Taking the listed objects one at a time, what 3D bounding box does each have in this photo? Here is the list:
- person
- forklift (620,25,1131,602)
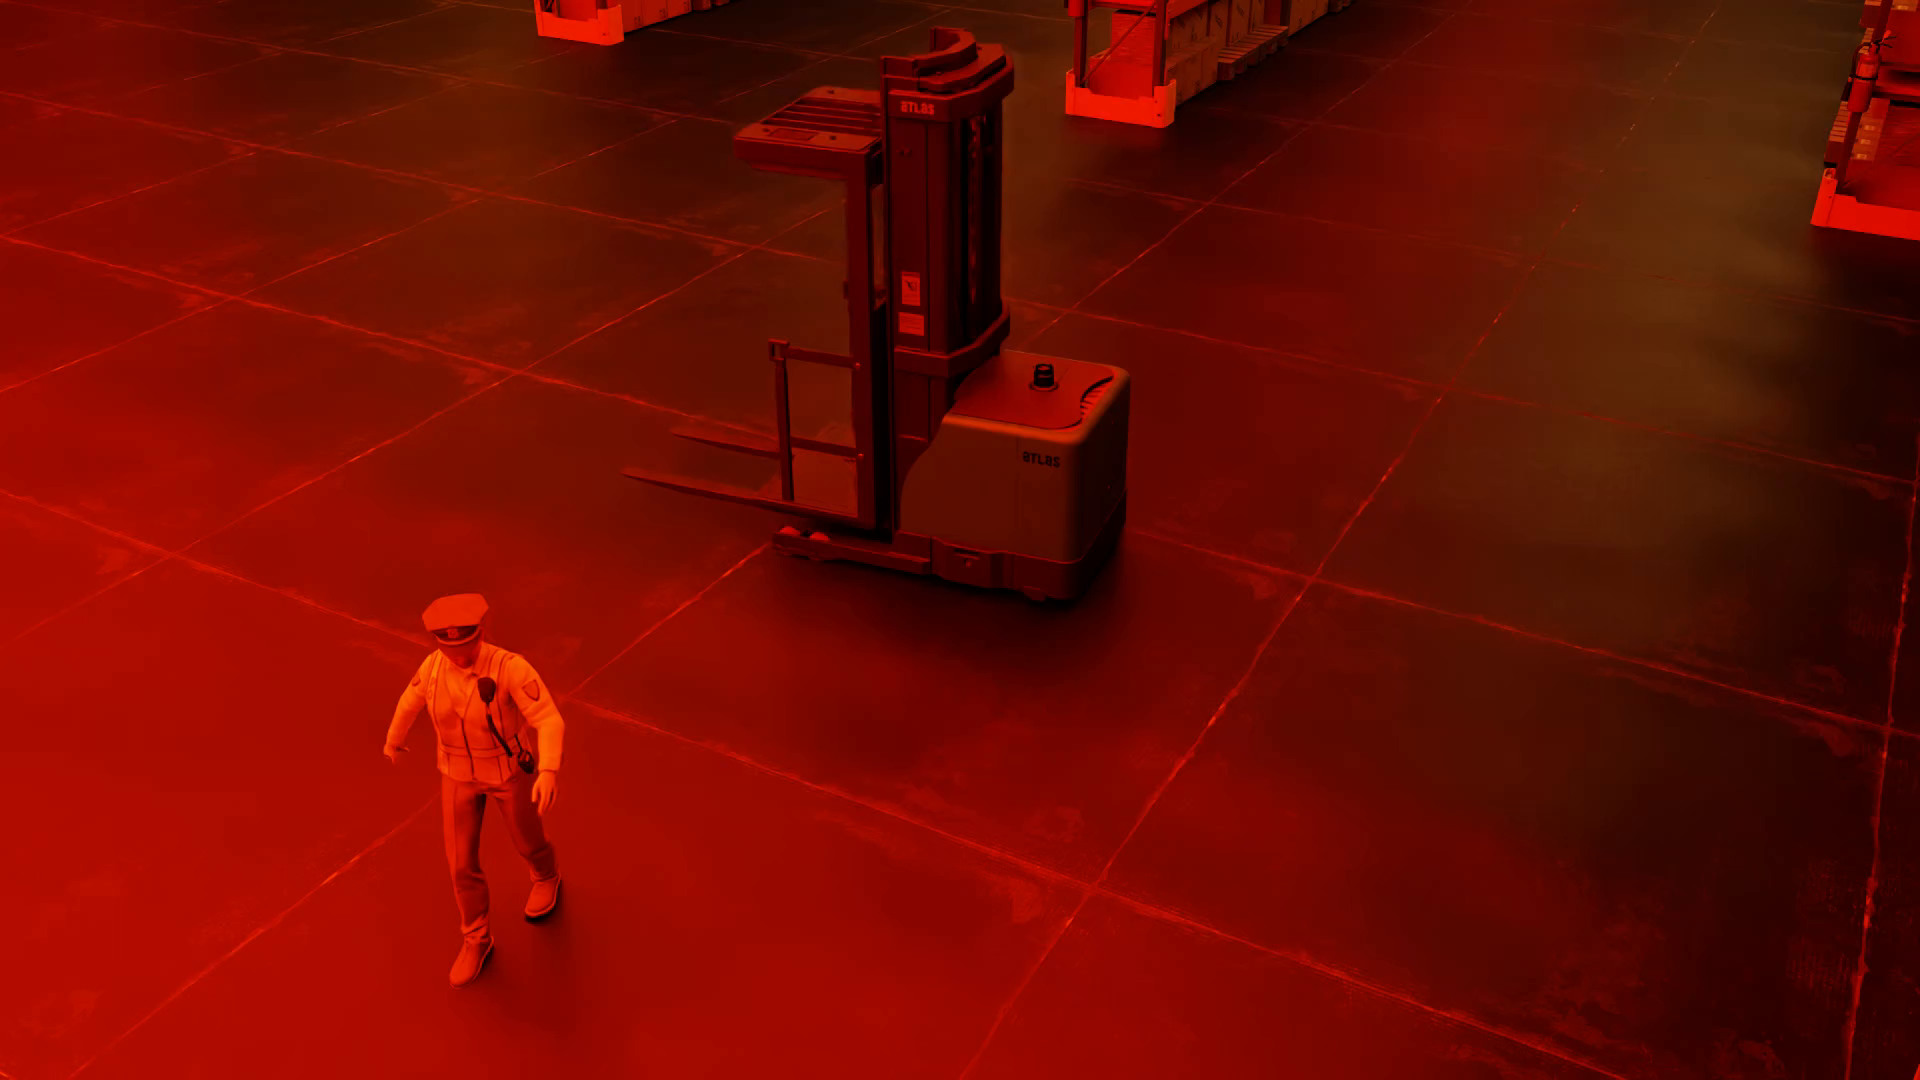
[{"bbox_3d":[-1.953,0.975,6.696,0.893,1.650,0.718,3,30,5],"label":"person"},{"bbox_3d":[-0.575,-1.376,9.454,3.031,2.935,1.130,11,32,18],"label":"forklift"}]
